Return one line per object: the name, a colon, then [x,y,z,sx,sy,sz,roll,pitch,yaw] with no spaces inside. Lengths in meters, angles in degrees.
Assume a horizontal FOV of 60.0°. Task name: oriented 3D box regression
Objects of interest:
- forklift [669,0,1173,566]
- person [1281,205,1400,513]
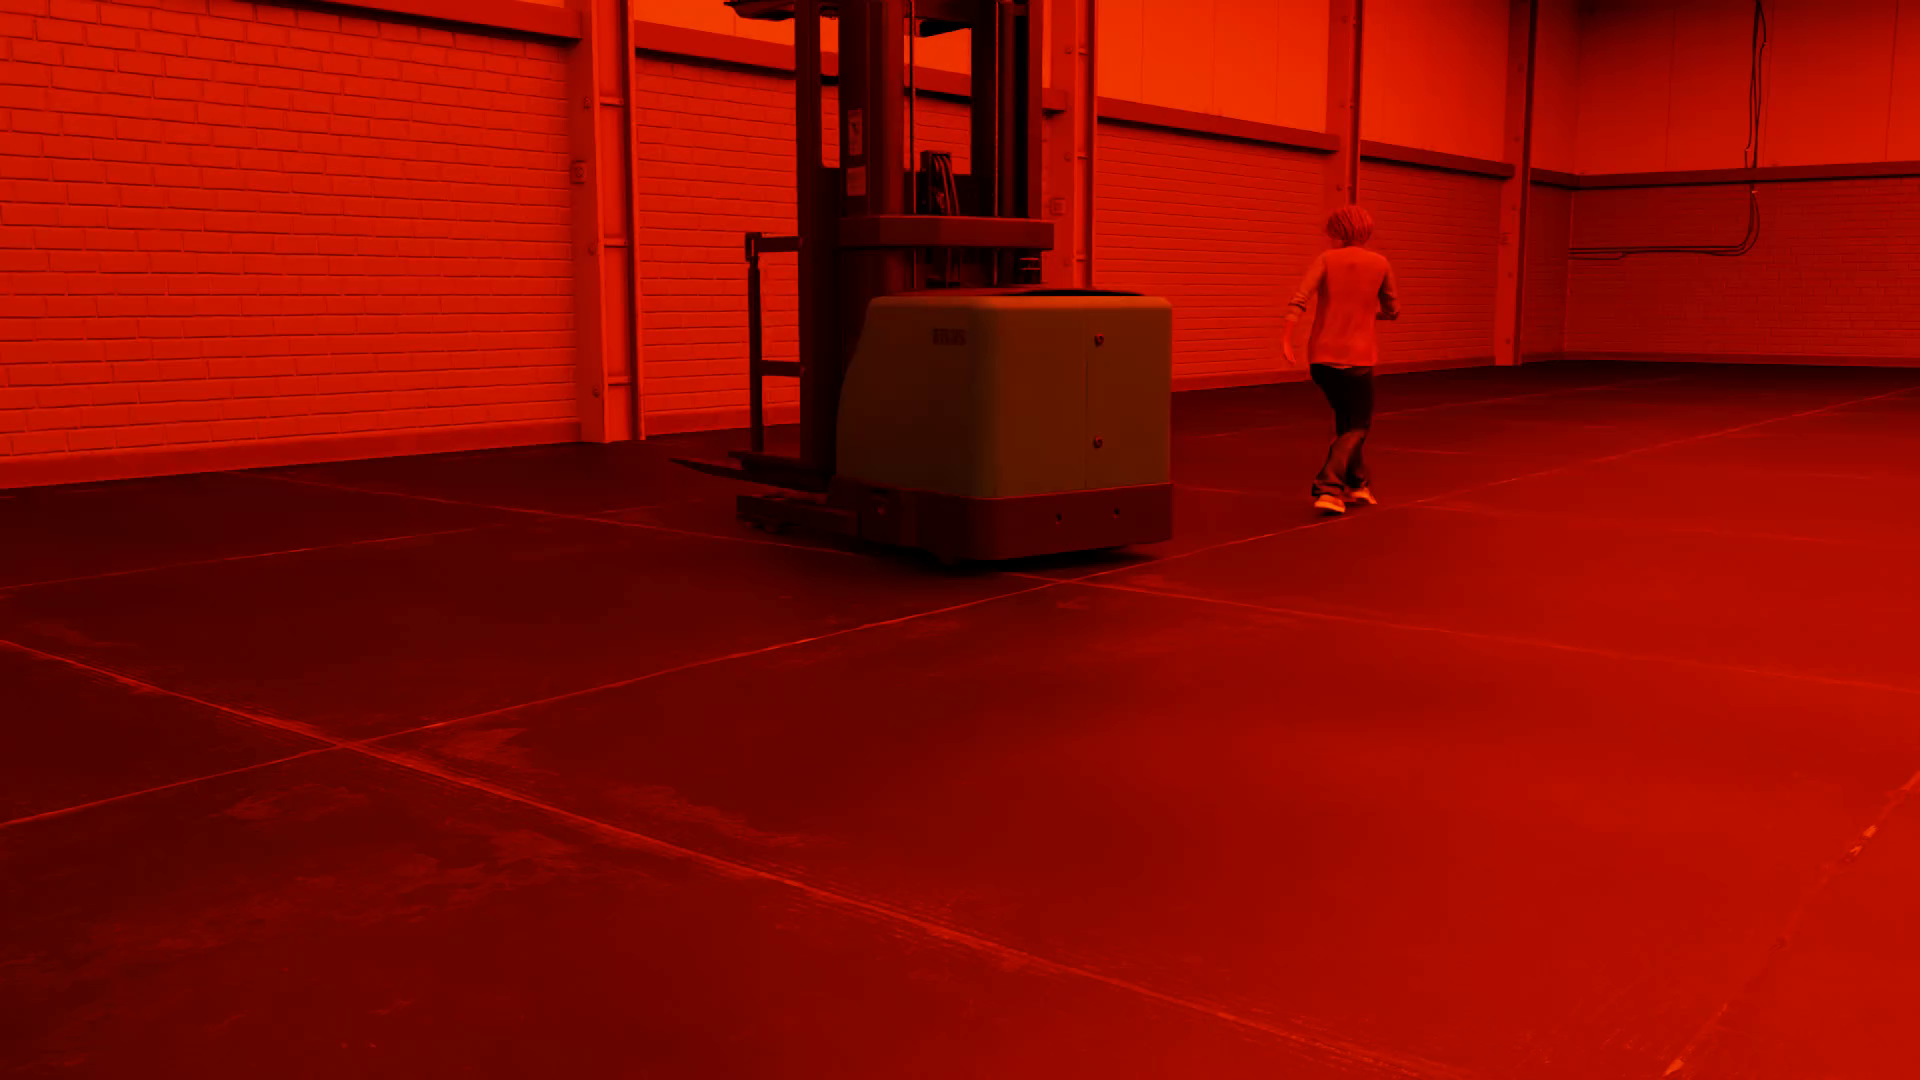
forklift: [-0.387,-1.517,7.646,1.130,2.935,3.031,-6,10,-36]
person: [1.945,-0.895,8.351,0.436,1.543,0.828,5,10,31]
